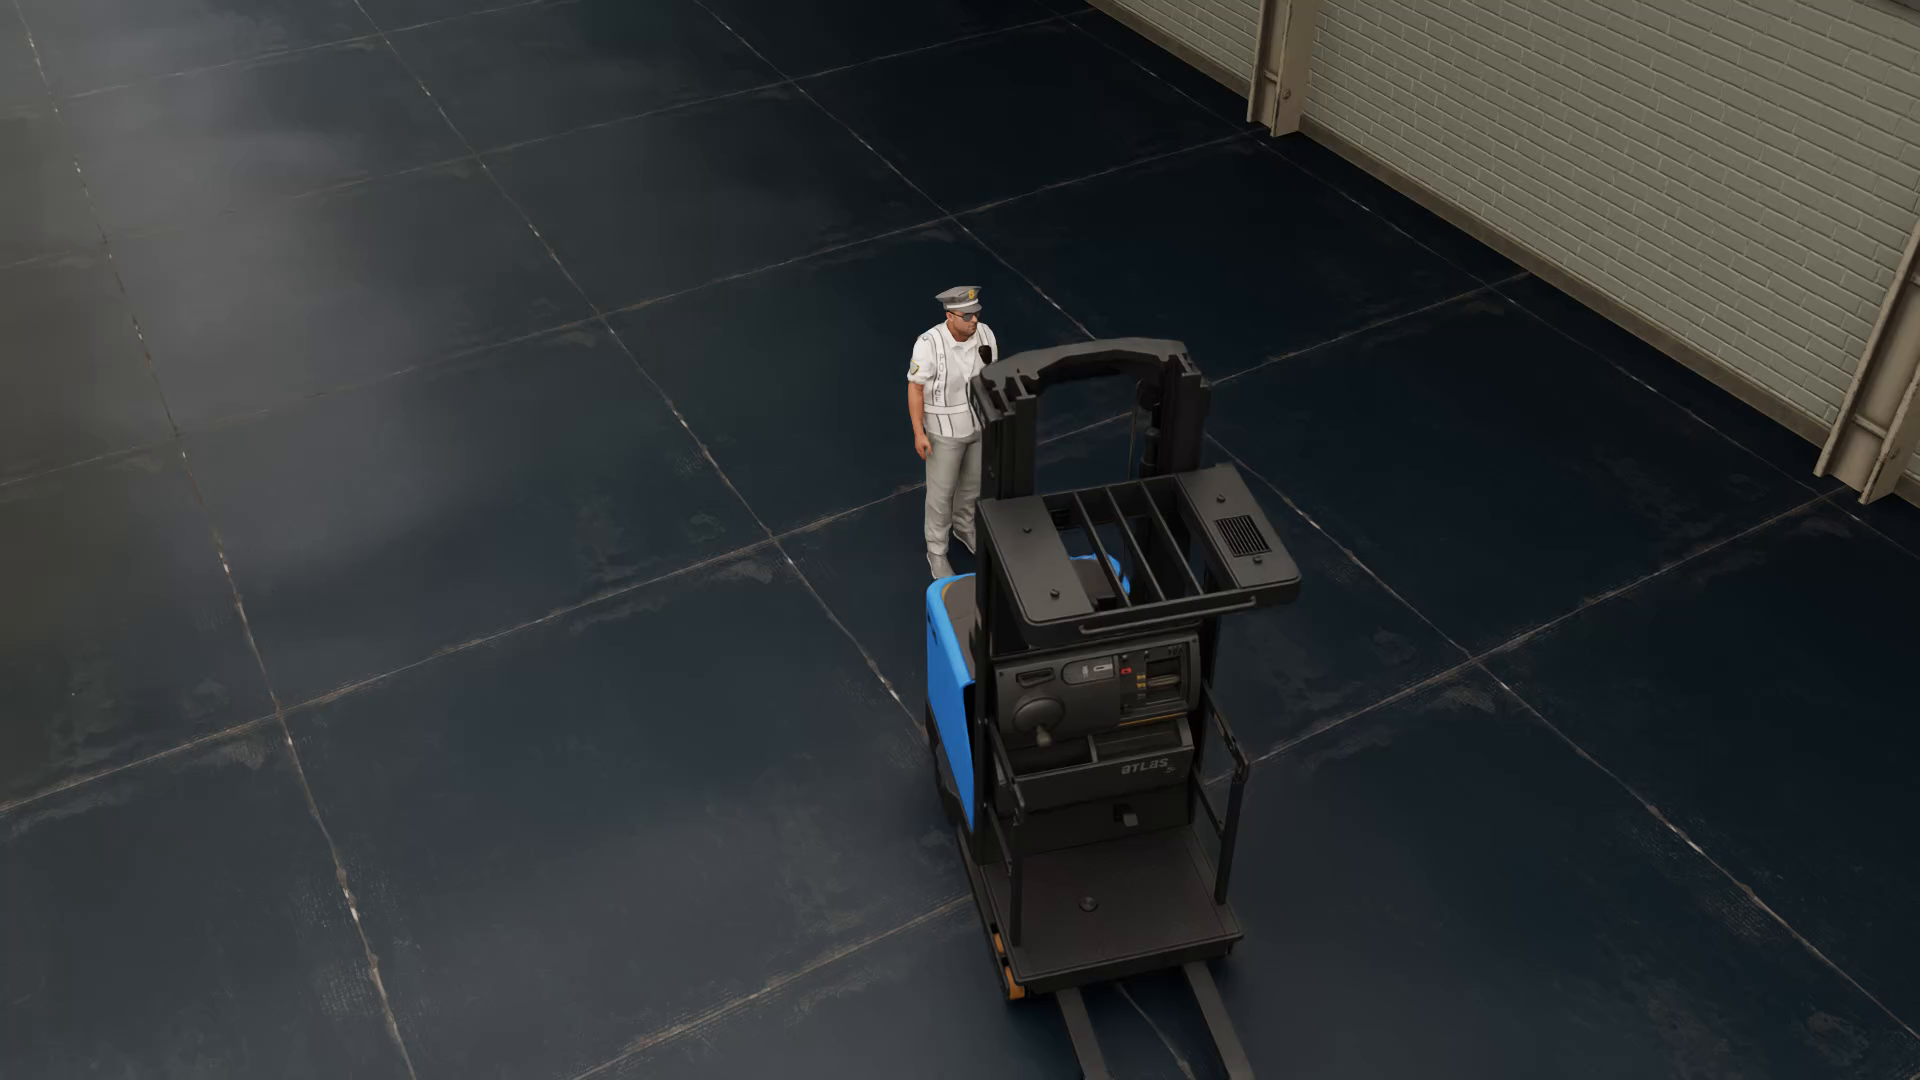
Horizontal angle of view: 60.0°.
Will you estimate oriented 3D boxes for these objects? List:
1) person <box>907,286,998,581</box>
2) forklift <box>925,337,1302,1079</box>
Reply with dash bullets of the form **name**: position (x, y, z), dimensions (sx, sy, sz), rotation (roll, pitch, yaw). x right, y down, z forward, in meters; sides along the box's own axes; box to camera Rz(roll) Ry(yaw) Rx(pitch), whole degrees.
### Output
- **person**: position (0.029, -0.645, 9.701), dimensions (0.641, 1.780, 0.574), rotation (-20, 44, -23)
- **forklift**: position (0.664, 0.738, 7.146), dimensions (1.130, 2.935, 3.031), rotation (-9, 41, -11)
